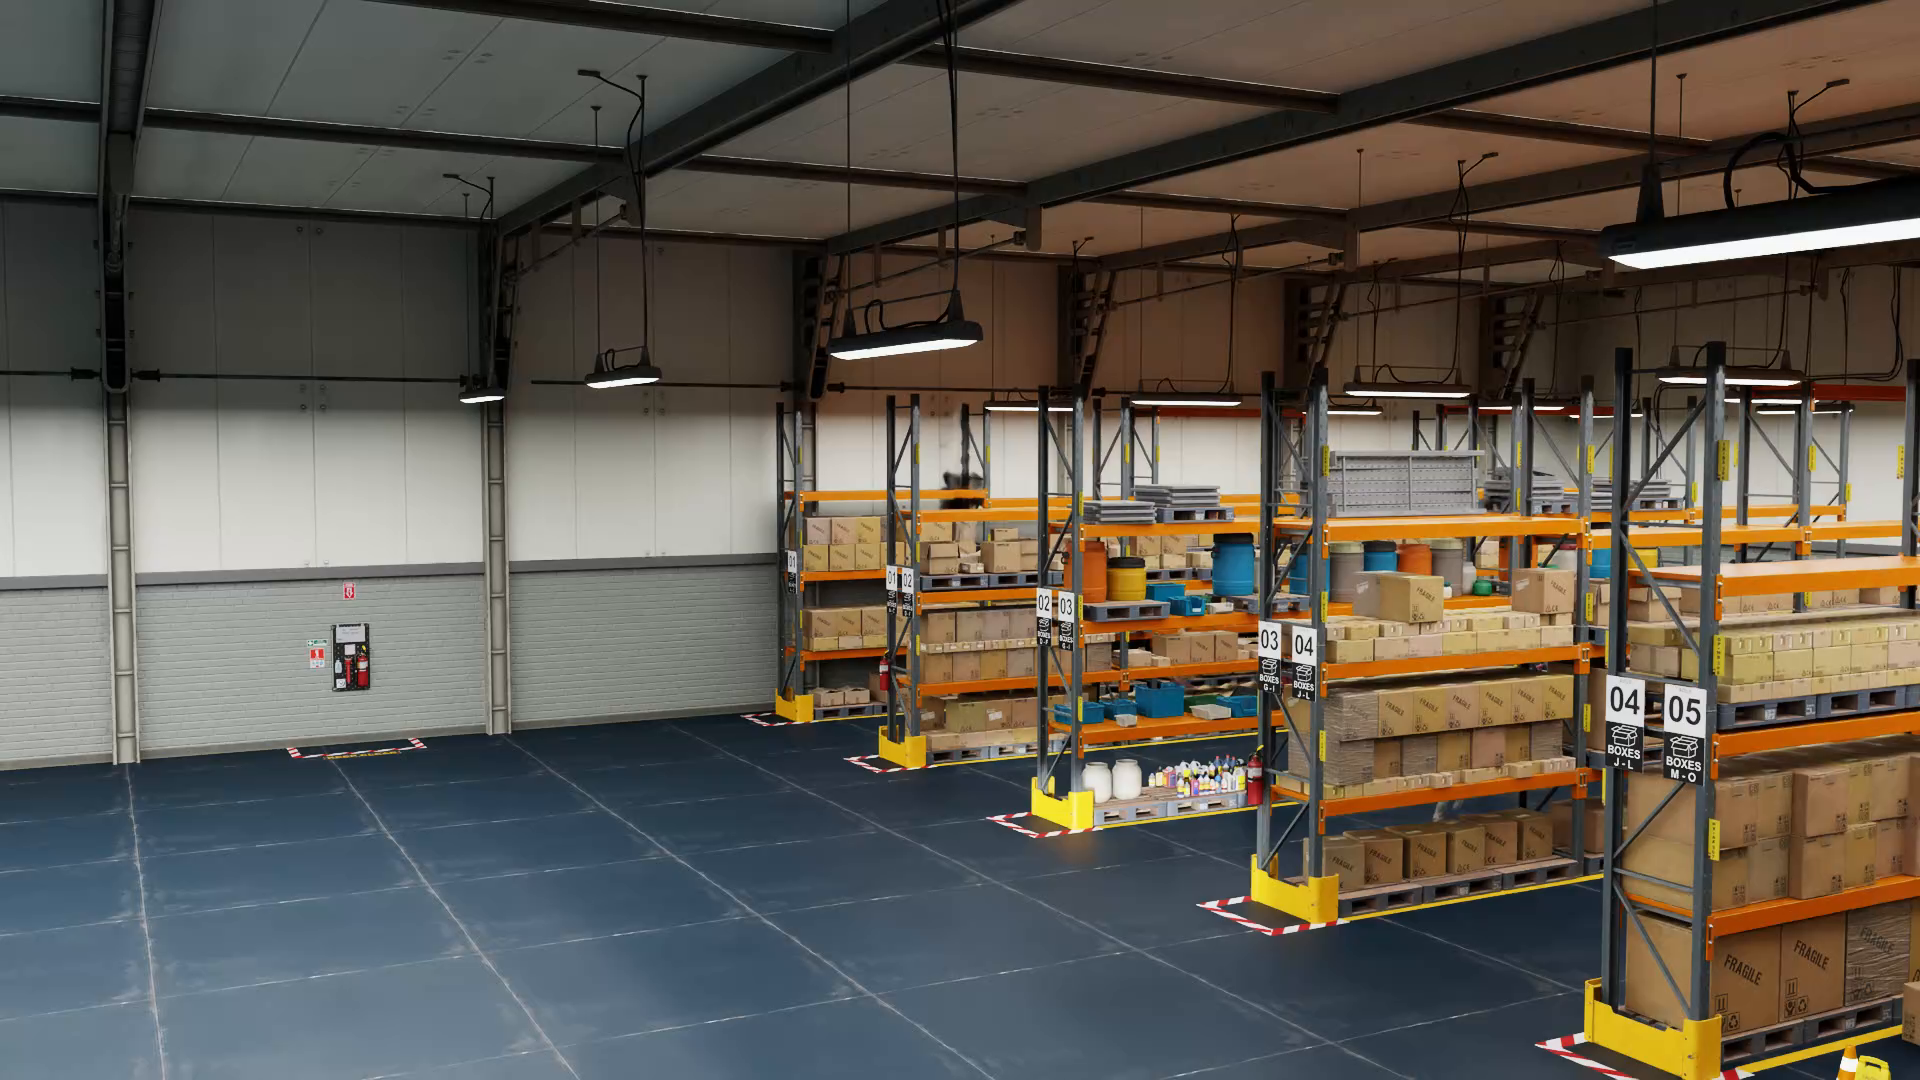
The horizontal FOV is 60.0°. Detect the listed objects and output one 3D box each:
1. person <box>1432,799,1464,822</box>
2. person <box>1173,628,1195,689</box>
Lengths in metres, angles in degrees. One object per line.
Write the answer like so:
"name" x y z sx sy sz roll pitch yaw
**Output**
"person" 6.670 3.021 22.647 0.897 1.736 0.713 -2 4 -36
"person" 4.331 2.388 32.177 0.507 1.588 0.588 -2 4 -28
